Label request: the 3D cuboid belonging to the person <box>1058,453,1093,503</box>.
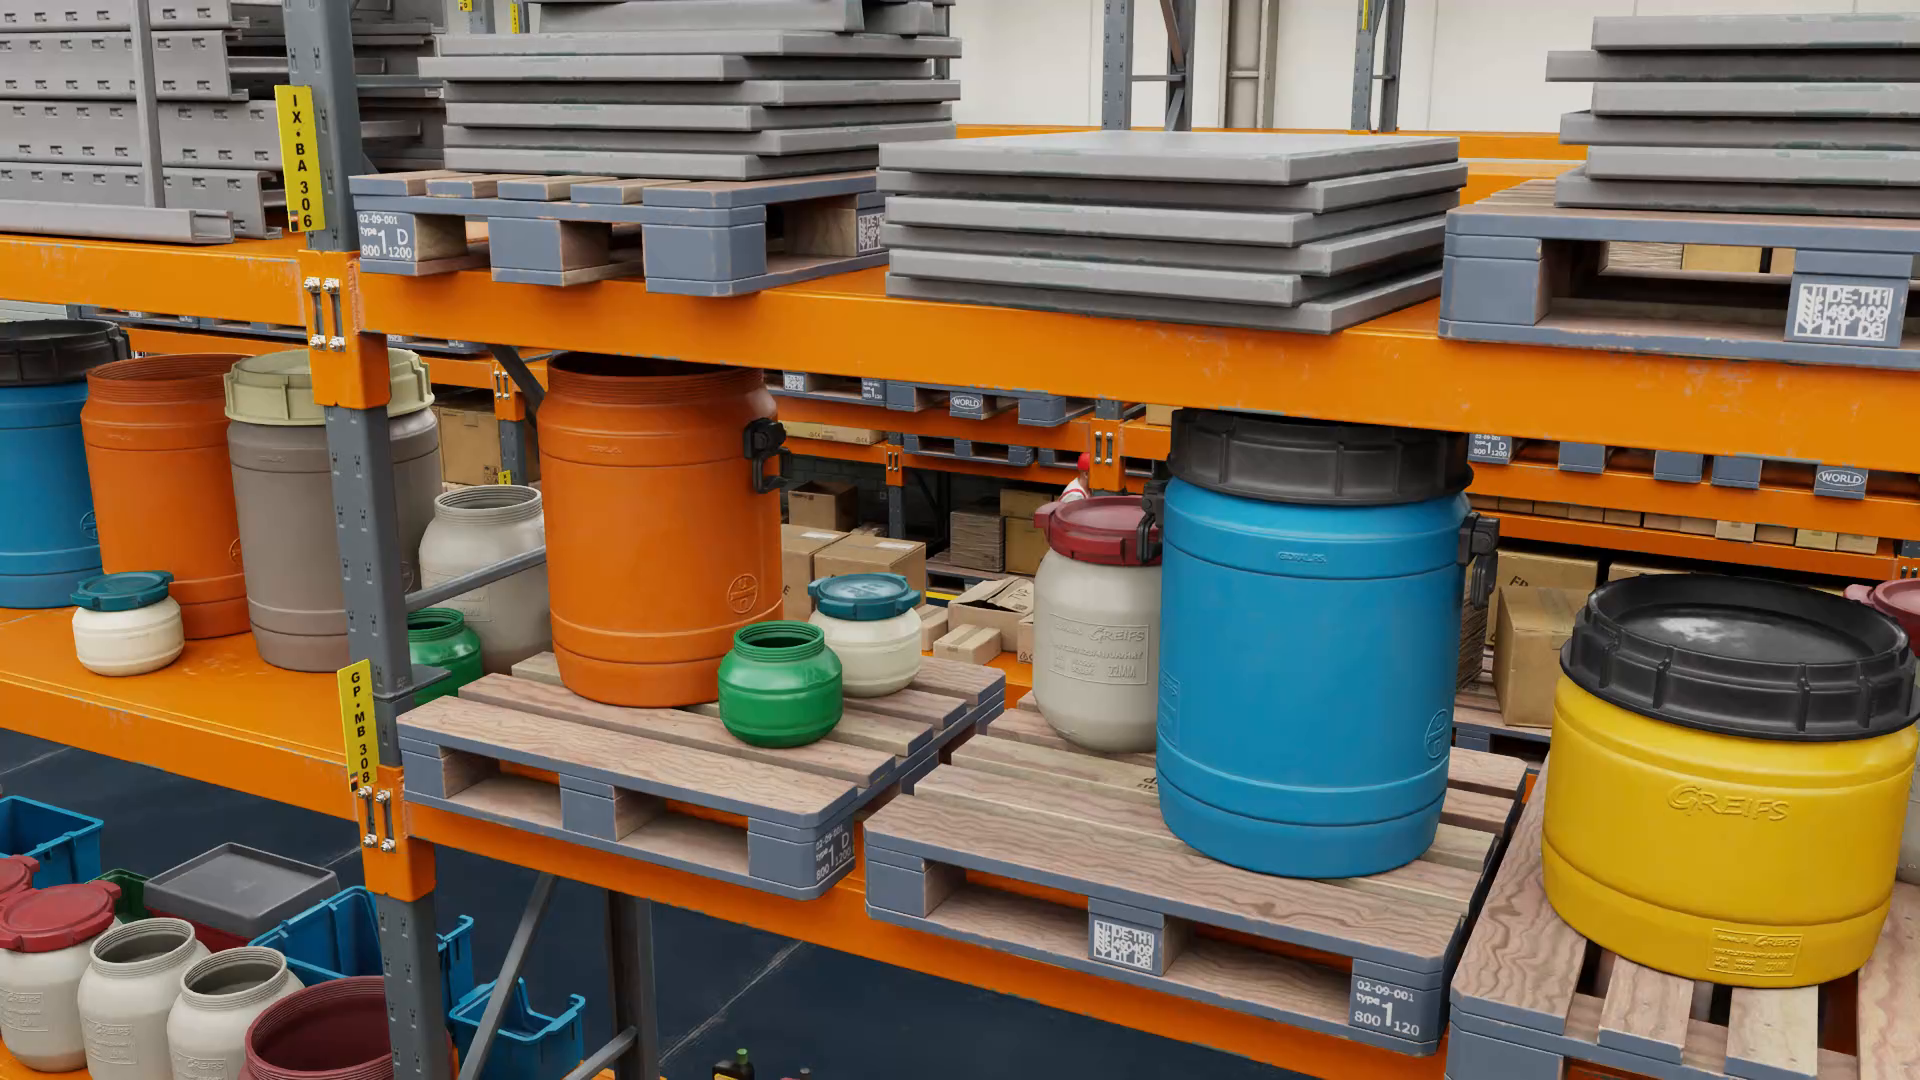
[{"bbox_3d":[0.939,0.180,12.856,0.453,1.778,0.614,7,17,22],"label":"person"}]
